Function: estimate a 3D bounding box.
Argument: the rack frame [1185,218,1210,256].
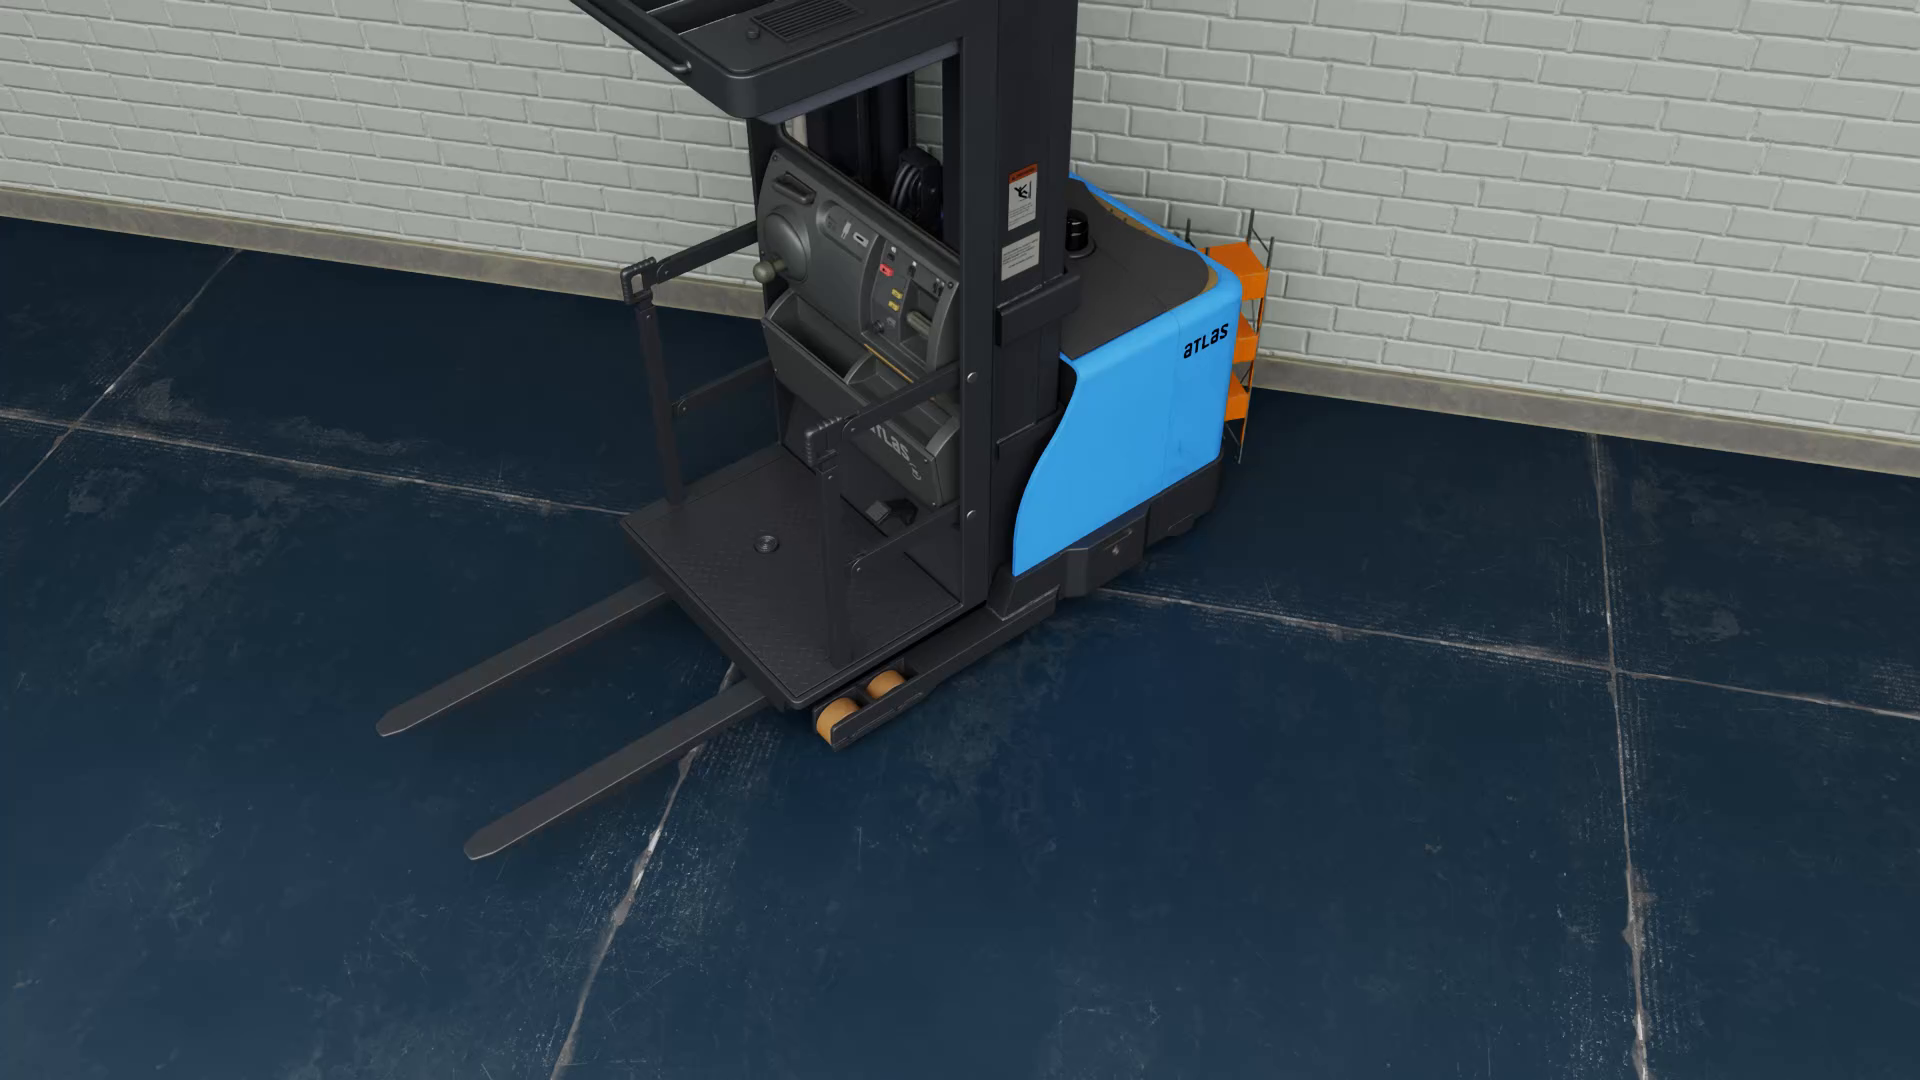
[{"bbox_3d":[0.840,-0.703,6.223,0.008,1.050,0.200,-11,45,-11],"label":"rack frame"}]

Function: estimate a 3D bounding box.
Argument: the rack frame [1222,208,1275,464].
[{"bbox_3d":[1.076,-0.747,6.269,0.008,1.050,0.200,-11,45,-11],"label":"rack frame"}]

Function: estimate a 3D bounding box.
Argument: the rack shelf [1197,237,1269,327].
[{"bbox_3d":[0.958,-0.922,6.056,0.240,0.259,0.215,-11,45,-11],"label":"rack shelf"}]

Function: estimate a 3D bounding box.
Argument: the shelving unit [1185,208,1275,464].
[{"bbox_3d":[0.958,-0.725,6.246,0.252,1.050,0.215,-11,45,-11],"label":"shelving unit"}]

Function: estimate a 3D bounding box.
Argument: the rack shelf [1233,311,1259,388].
[{"bbox_3d":[0.958,-0.717,6.253,0.240,0.259,0.215,-11,45,-11],"label":"rack shelf"}]

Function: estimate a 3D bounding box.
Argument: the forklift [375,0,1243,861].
[{"bbox_3d":[-0.486,-0.783,4.950,3.031,2.935,1.130,-29,51,-27],"label":"forklift"}]

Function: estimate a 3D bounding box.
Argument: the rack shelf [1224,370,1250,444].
[{"bbox_3d":[0.958,-0.517,6.446,0.240,0.259,0.215,-11,45,-11],"label":"rack shelf"}]

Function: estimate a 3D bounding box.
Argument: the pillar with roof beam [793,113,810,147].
[{"bbox_3d":[-1.338,-1.133,0.938,0.400,9.000,9.100,9,45,9],"label":"pillar with roof beam"}]
